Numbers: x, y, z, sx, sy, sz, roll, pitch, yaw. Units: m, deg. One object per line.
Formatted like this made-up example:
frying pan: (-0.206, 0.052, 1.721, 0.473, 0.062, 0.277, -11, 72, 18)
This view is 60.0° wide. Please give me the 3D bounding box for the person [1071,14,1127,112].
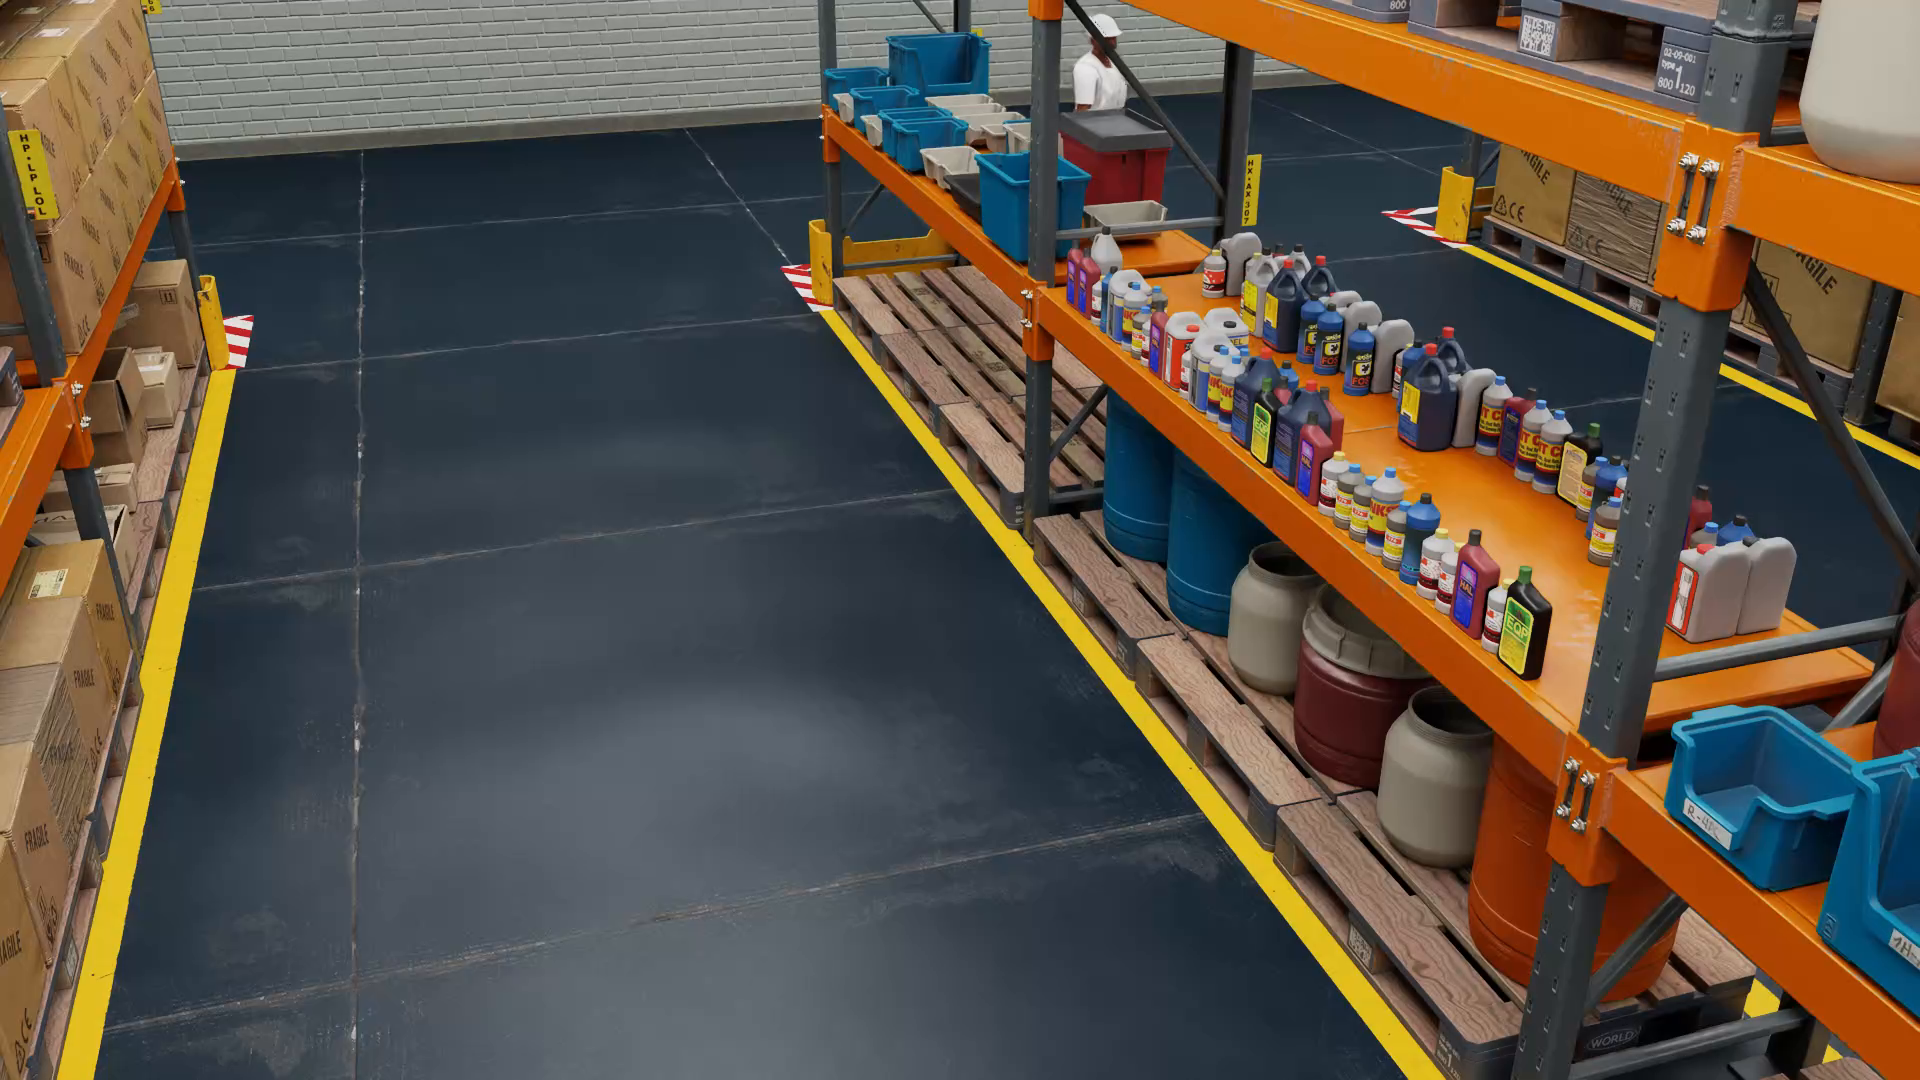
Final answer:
person: (0.982, -2.929, 12.072, 0.964, 1.724, 0.586, 18, 31, 32)
